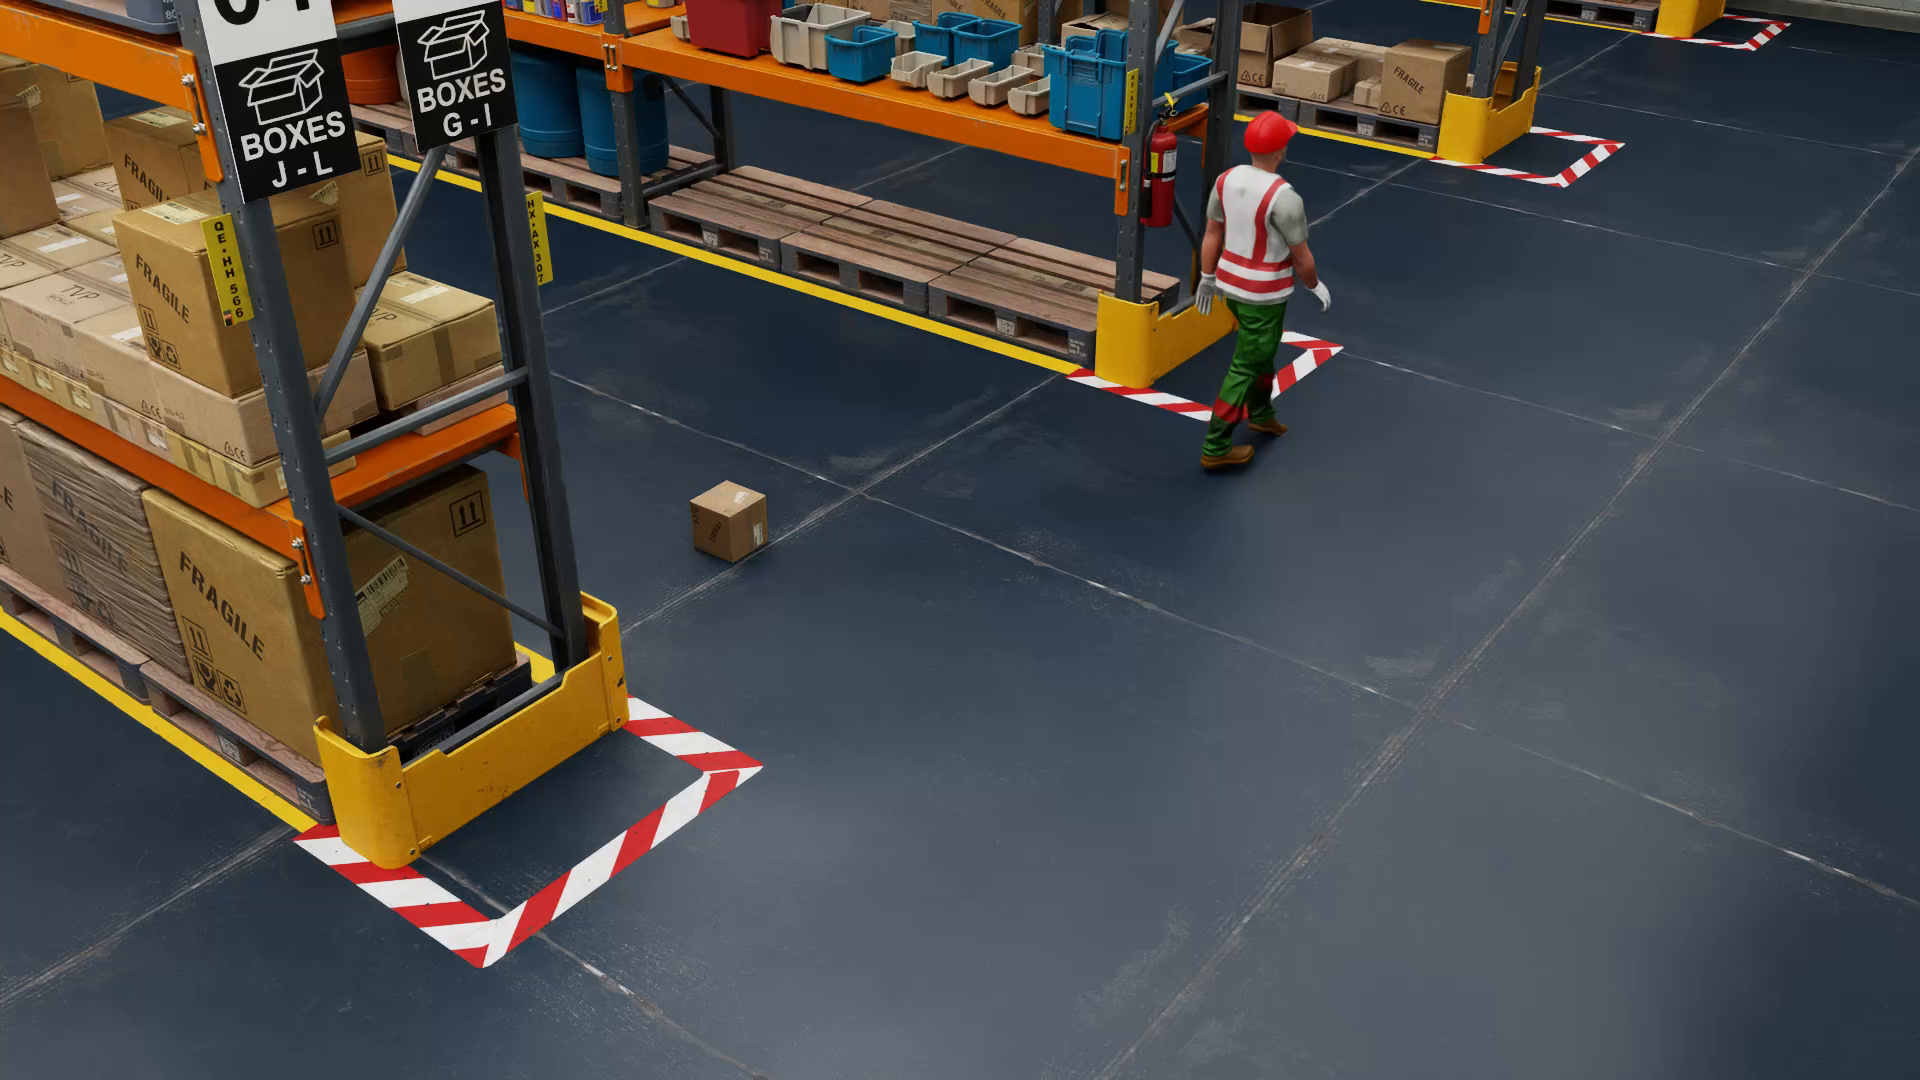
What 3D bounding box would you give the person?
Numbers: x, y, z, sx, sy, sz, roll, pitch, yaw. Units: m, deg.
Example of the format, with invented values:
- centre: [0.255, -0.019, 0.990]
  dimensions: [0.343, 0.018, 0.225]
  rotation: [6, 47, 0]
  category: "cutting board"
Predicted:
- centre: [1.501, -1.216, 8.177]
  dimensions: [0.717, 1.827, 0.542]
  rotation: [-17, 35, -26]
  category: "person"
